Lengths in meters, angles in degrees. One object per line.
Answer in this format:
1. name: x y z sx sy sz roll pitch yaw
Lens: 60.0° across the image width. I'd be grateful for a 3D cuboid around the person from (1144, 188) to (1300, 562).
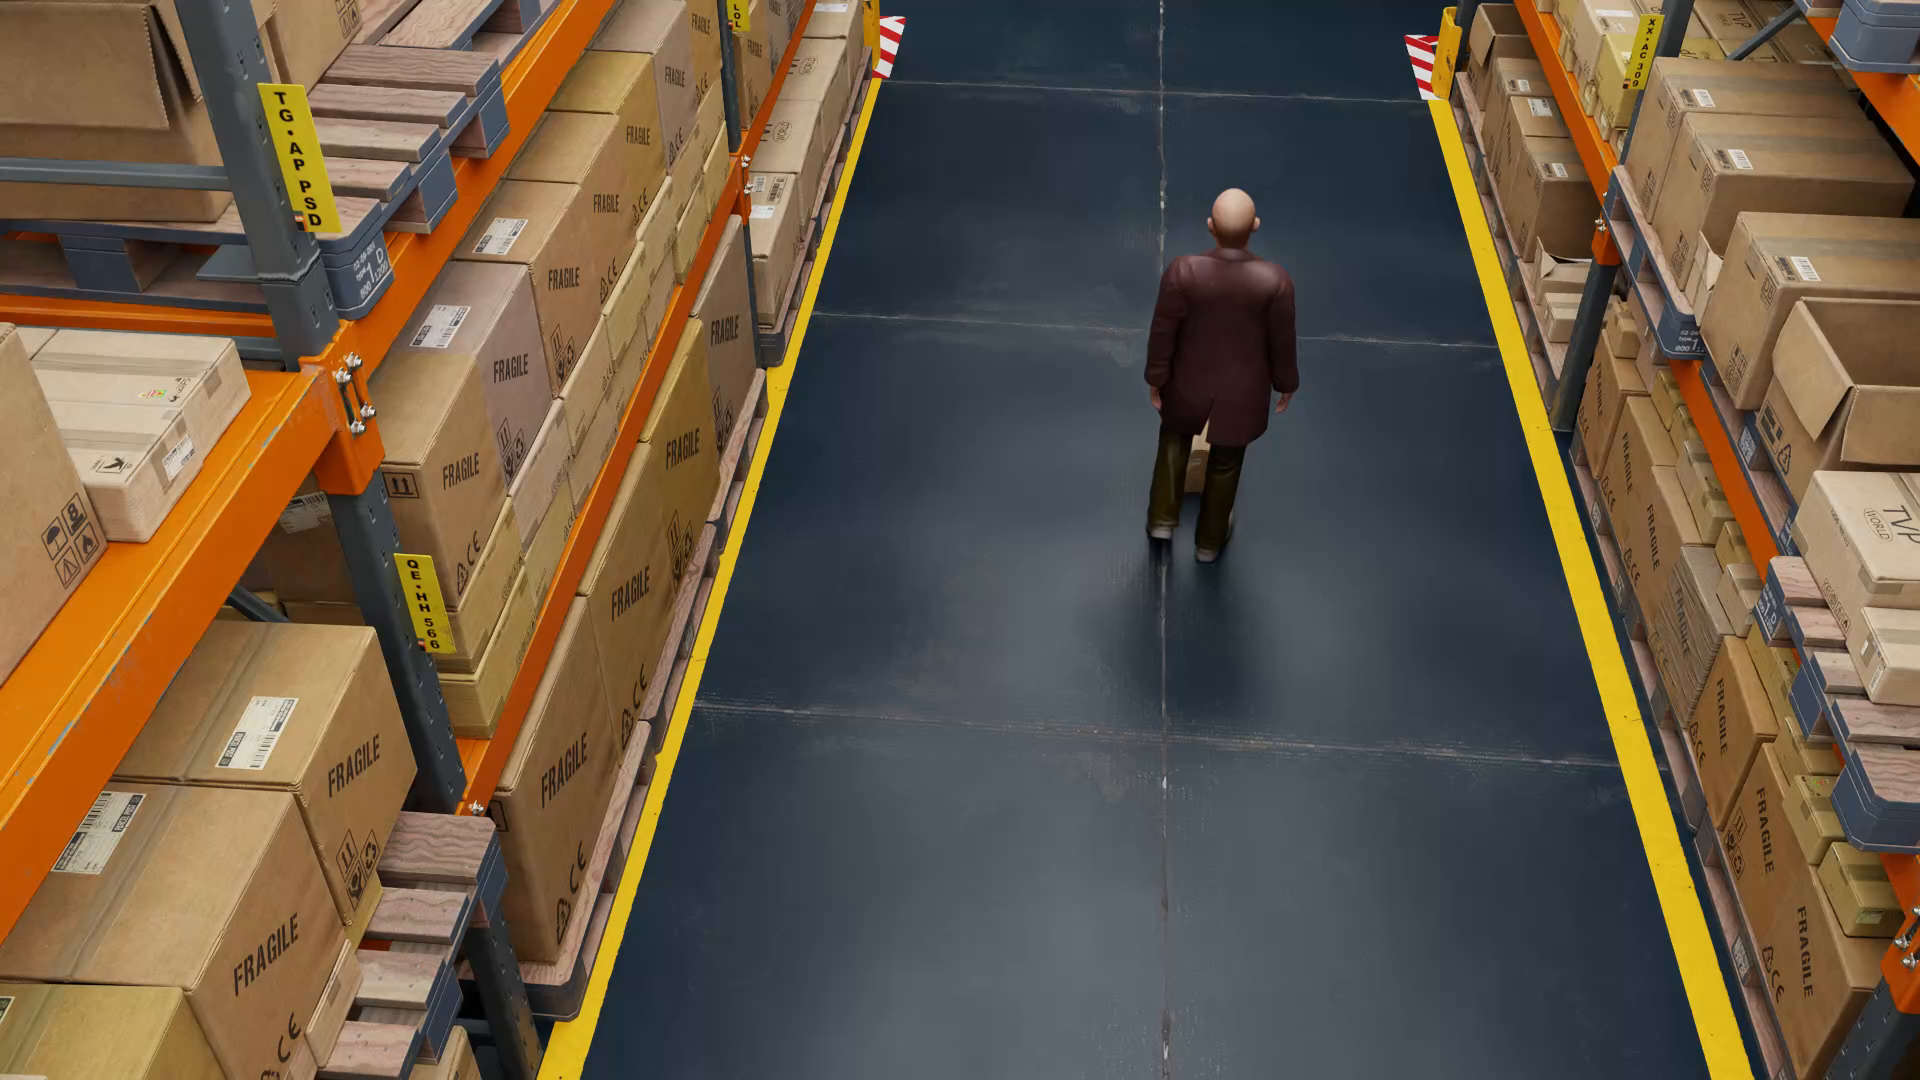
1. person: 1.102 -0.668 6.992 0.639 1.817 0.421 9 40 11
